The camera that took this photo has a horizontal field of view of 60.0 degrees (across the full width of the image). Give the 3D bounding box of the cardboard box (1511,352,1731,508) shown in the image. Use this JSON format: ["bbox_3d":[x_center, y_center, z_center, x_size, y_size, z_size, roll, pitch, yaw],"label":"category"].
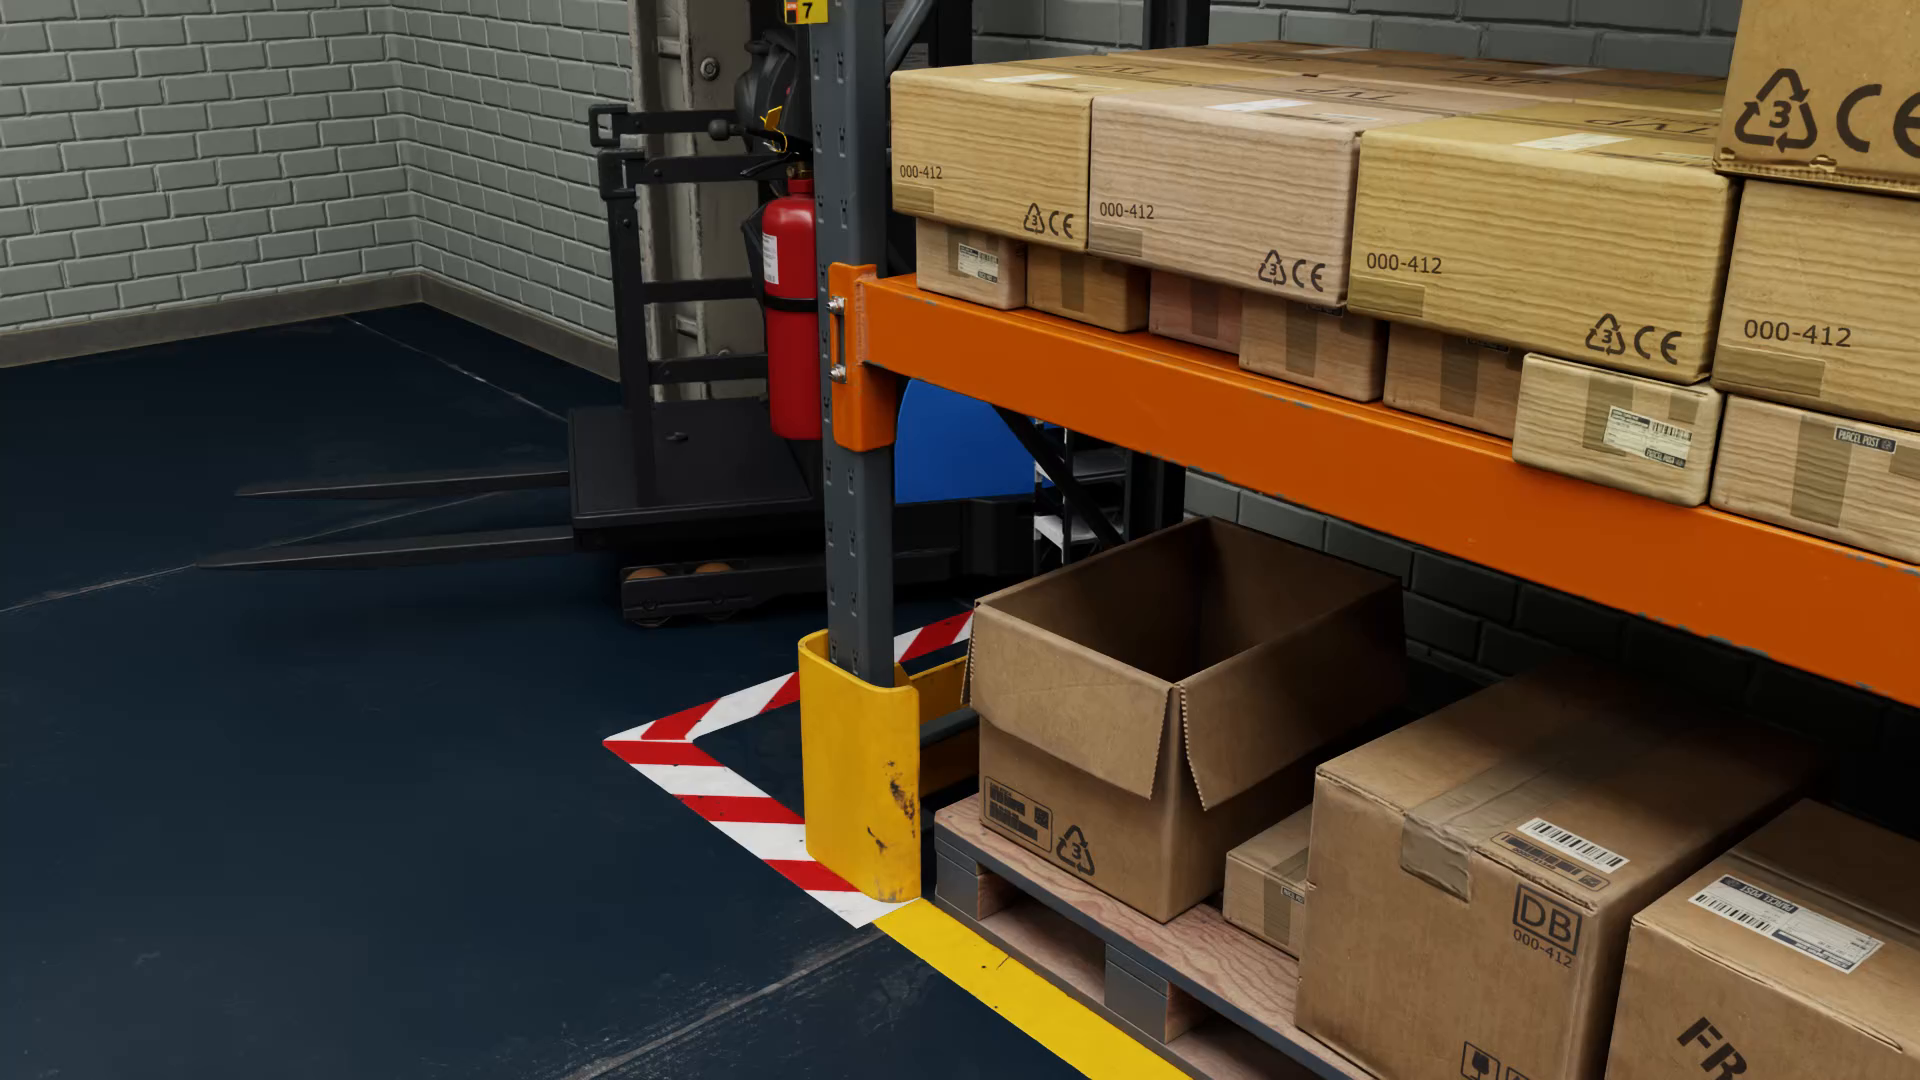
[{"bbox_3d":[0.943,-0.184,2.186,0.380,0.149,0.250,-18,28,-39],"label":"cardboard box"}]

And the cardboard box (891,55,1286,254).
[{"bbox_3d":[0.225,-0.704,2.967,0.500,0.250,0.500,-17,27,-37],"label":"cardboard box"}]

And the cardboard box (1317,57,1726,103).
[{"bbox_3d":[0.970,-0.687,2.923,0.500,0.250,0.500,-17,27,-37],"label":"cardboard box"}]

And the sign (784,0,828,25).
[{"bbox_3d":[-0.278,-1.099,2.990,0.100,0.325,0.005,-17,27,-37],"label":"sign"}]

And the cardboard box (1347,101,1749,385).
[{"bbox_3d":[0.887,-0.426,2.256,0.500,0.250,0.500,-18,28,-38],"label":"cardboard box"}]

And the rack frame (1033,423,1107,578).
[{"bbox_3d":[0.334,-0.252,4.894,0.240,0.900,0.006,-8,23,-20],"label":"rack frame"}]

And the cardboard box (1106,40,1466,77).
[{"bbox_3d":[0.634,-0.830,3.288,0.500,0.250,0.500,-16,27,-36],"label":"cardboard box"}]

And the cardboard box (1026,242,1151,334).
[{"bbox_3d":[0.341,-0.493,2.974,0.380,0.149,0.250,-17,27,-36],"label":"cardboard box"}]

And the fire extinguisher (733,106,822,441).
[{"bbox_3d":[-0.313,-0.546,3.383,0.296,0.674,0.183,-17,27,-37],"label":"fire extinguisher"}]

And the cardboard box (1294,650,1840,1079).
[{"bbox_3d":[0.989,0.580,2.741,0.700,0.500,0.500,-16,27,-35],"label":"cardboard box"}]

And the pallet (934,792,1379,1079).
[{"bbox_3d":[0.703,0.714,3.371,1.003,0.211,1.213,-17,27,-37],"label":"pallet"}]

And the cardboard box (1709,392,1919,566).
[{"bbox_3d":[1.130,-0.116,2.013,0.380,0.149,0.250,-17,27,-36],"label":"cardboard box"}]

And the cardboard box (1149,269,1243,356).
[{"bbox_3d":[0.538,-0.428,2.809,0.380,0.149,0.250,-18,28,-38],"label":"cardboard box"}]

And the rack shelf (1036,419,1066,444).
[{"bbox_3d":[0.371,-0.354,4.753,0.258,0.077,0.200,-8,23,-20],"label":"rack shelf"}]

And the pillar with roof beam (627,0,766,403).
[{"bbox_3d":[-4.206,-3.553,2.217,9.100,9.000,0.400,-17,27,-37],"label":"pillar with roof beam"}]

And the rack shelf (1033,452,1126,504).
[{"bbox_3d":[0.371,-0.187,4.818,0.258,0.077,0.200,-8,23,-20],"label":"rack shelf"}]

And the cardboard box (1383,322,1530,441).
[{"bbox_3d":[0.835,-0.272,2.410,0.380,0.149,0.250,-17,27,-37],"label":"cardboard box"}]

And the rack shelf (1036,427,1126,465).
[{"bbox_3d":[0.371,-0.271,4.785,0.258,0.077,0.200,-8,23,-20],"label":"rack shelf"}]

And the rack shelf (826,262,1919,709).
[{"bbox_3d":[1.438,0.062,2.198,1.077,0.370,4.000,-17,27,-37],"label":"rack shelf"}]

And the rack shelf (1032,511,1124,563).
[{"bbox_3d":[0.371,-0.019,4.884,0.258,0.077,0.200,-8,23,-20],"label":"rack shelf"}]

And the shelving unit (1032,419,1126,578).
[{"bbox_3d":[0.371,-0.218,4.806,0.258,0.900,0.210,-8,23,-20],"label":"shelving unit"}]

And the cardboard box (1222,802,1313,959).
[{"bbox_3d":[0.708,0.625,3.109,0.380,0.149,0.250,-19,28,-39],"label":"cardboard box"}]

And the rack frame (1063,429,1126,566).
[{"bbox_3d":[0.408,-0.183,4.718,0.240,0.900,0.006,-8,23,-20],"label":"rack frame"}]

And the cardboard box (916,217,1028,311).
[{"bbox_3d":[0.139,-0.552,3.125,0.380,0.149,0.250,-18,27,-38],"label":"cardboard box"}]

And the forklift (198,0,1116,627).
[{"bbox_3d":[-0.746,-1.325,4.847,3.031,2.935,1.130,-5,22,-12],"label":"forklift"}]

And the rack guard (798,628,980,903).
[{"bbox_3d":[0.182,0.360,3.880,1.175,0.500,0.348,-17,27,-37],"label":"rack guard"}]

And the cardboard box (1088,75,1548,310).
[{"bbox_3d":[0.554,-0.565,2.612,0.500,0.250,0.500,-17,27,-37],"label":"cardboard box"}]

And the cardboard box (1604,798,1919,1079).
[{"bbox_3d":[1.258,0.750,2.308,0.500,0.500,0.500,-17,27,-36],"label":"cardboard box"}]

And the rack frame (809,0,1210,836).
[{"bbox_3d":[0.133,-0.825,3.478,1.000,3.000,0.127,-17,27,-37],"label":"rack frame"}]

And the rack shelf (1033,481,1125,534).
[{"bbox_3d":[0.371,-0.103,4.851,0.258,0.077,0.200,-8,23,-20],"label":"rack shelf"}]

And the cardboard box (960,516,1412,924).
[{"bbox_3d":[0.460,0.333,3.367,0.797,0.503,0.637,-19,28,-39],"label":"cardboard box"}]

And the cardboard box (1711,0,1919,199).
[{"bbox_3d":[1.204,-0.639,1.772,0.500,0.500,0.500,-17,27,-36],"label":"cardboard box"}]

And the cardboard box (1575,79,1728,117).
[{"bbox_3d":[1.289,-0.549,2.571,0.500,0.250,0.500,-16,27,-36],"label":"cardboard box"}]

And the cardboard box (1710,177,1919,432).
[{"bbox_3d":[1.237,-0.290,1.908,0.500,0.250,0.500,-18,28,-39],"label":"cardboard box"}]

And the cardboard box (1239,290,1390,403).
[{"bbox_3d":[0.657,-0.344,2.594,0.380,0.149,0.250,-16,27,-36],"label":"cardboard box"}]
